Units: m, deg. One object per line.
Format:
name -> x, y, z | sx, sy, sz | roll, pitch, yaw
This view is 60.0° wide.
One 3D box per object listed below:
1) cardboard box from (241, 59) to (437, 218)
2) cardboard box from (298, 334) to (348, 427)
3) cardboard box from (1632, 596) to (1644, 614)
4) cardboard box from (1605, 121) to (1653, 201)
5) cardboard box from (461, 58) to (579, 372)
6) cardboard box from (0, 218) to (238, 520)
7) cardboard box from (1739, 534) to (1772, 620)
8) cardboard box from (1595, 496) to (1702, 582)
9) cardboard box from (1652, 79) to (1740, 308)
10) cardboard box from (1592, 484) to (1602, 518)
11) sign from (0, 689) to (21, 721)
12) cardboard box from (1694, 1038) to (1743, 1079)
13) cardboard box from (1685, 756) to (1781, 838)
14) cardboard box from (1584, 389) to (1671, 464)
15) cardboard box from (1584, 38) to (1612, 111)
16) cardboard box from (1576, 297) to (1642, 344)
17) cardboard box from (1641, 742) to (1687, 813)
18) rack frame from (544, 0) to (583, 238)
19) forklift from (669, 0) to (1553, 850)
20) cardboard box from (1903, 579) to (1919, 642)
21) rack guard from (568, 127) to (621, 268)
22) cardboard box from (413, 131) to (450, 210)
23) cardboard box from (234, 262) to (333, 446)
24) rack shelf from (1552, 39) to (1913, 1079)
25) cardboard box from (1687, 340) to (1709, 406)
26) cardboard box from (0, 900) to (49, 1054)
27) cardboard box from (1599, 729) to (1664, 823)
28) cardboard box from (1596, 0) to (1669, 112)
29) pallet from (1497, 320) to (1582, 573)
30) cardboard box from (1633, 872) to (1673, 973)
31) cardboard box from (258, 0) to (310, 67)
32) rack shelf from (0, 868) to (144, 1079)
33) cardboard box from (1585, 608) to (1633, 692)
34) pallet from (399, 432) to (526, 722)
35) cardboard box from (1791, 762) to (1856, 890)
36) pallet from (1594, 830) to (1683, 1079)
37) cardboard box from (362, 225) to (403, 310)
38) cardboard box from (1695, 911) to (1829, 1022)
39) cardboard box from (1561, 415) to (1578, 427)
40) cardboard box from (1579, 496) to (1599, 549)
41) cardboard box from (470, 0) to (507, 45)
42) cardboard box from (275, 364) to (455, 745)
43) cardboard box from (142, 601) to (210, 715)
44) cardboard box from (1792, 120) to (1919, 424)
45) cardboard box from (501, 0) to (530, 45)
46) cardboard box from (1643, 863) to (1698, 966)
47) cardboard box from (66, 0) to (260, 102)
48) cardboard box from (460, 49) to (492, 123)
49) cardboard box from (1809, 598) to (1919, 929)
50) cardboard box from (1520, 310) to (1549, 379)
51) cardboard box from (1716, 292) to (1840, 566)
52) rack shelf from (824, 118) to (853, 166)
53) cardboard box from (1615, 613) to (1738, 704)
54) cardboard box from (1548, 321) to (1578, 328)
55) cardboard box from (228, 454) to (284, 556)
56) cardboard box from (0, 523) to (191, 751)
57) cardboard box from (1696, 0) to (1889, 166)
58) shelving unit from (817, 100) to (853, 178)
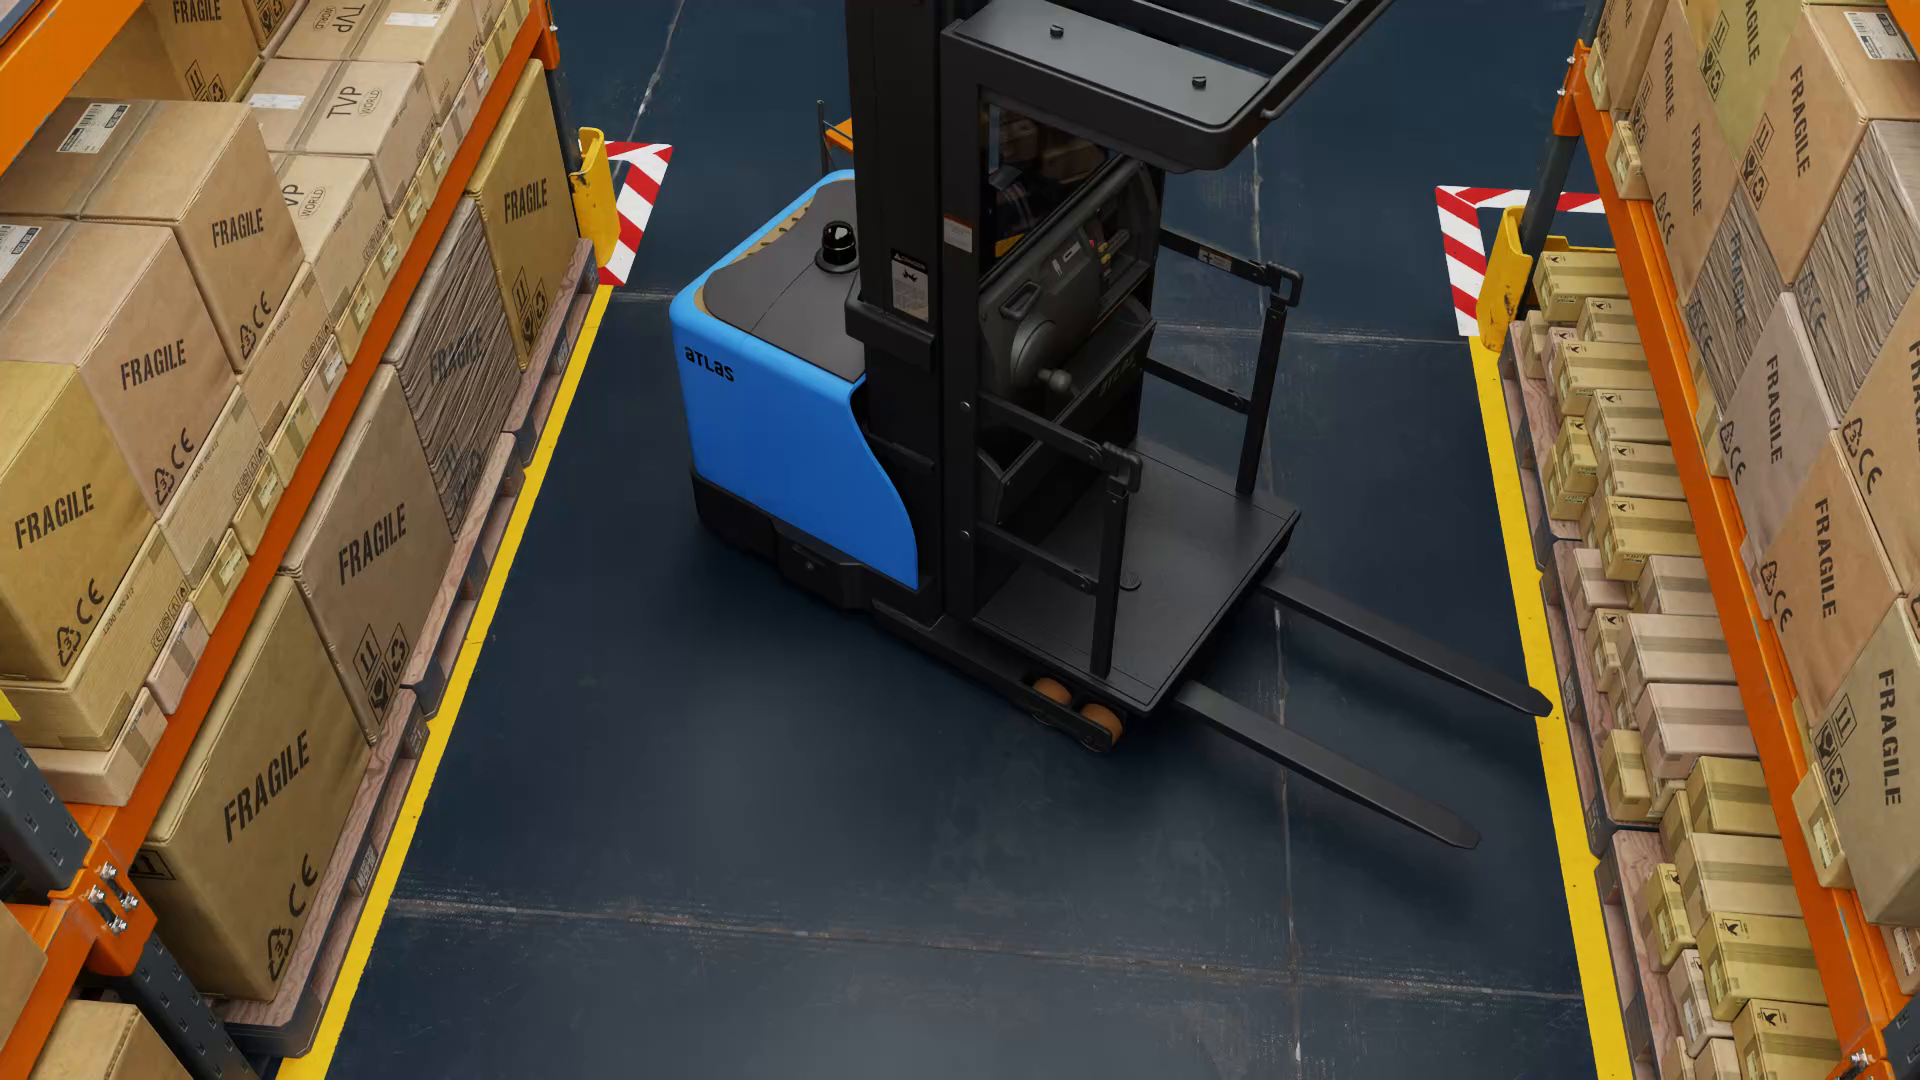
cardboard box -> -2.004, -1.281, 5.289 | 0.500, 0.250, 0.500 | 2, 48, 2
cardboard box -> -2.020, -0.476, 4.823 | 0.380, 0.149, 0.250 | 4, 48, 4
cardboard box -> 2.402, 0.309, 5.380 | 0.380, 0.149, 0.250 | 6, 48, 5
cardboard box -> 2.384, -1.260, 5.540 | 0.380, 0.149, 0.250 | 3, 48, 2
cardboard box -> -2.109, -1.301, 6.563 | 0.875, 0.875, 0.875 | 4, 48, 4
cardboard box -> -2.144, -0.412, 3.986 | 0.500, 0.500, 0.500 | 4, 48, 4
cardboard box -> 2.270, 0.076, 4.318 | 0.380, 0.149, 0.250 | 2, 48, 2
cardboard box -> 2.313, 0.006, 5.456 | 0.380, 0.149, 0.250 | 5, 48, 4
cardboard box -> 2.403, -1.013, 4.875 | 0.500, 0.500, 0.500 | 4, 48, 4
cardboard box -> 2.420, -0.091, 5.746 | 0.380, 0.149, 0.250 | 2, 48, 2
sign -> -1.954, 0.252, 3.255 | 0.100, 0.325, 0.005 | 4, 48, 4
cardboard box -> 2.147, 1.462, 4.326 | 0.380, 0.149, 0.250 | 5, 48, 4
cardboard box -> 2.309, 0.776, 4.751 | 0.380, 0.149, 0.250 | 5, 48, 5
cardboard box -> 2.417, -0.388, 5.816 | 0.380, 0.149, 0.250 | 2, 48, 2
cardboard box -> 2.443, -1.644, 5.891 | 0.380, 0.149, 0.250 | 4, 48, 3
cardboard box -> 2.508, -0.752, 6.149 | 0.380, 0.149, 0.250 | 5, 48, 4
cardboard box -> 2.290, 0.698, 5.025 | 0.380, 0.149, 0.250 | 5, 48, 4
rack frame -> -2.131, -2.352, 6.369 | 1.000, 3.000, 0.127 | 4, 48, 4
forklift -> 0.513, -0.728, 4.930 | 3.031, 2.935, 1.130 | 27, 53, 23
cardboard box -> 2.208, 0.160, 3.124 | 0.500, 0.500, 0.500 | 2, 48, 2
rack guard -> -2.129, -1.526, 7.307 | 1.175, 0.500, 0.348 | 4, 48, 4
cardboard box -> -1.927, -1.233, 5.515 | 0.380, 0.149, 0.250 | 3, 48, 3
cardboard box -> -2.100, -0.537, 4.608 | 0.500, 0.250, 0.500 | 5, 48, 4
rack shelf -> 2.617, -0.232, 4.917 | 1.077, 0.370, 4.000 | 4, 48, 4
cardboard box -> 2.352, -0.494, 4.839 | 0.380, 0.149, 0.250 | 5, 48, 5
cardboard box -> -2.266, 0.915, 3.312 | 0.500, 0.500, 0.500 | 4, 48, 4
cardboard box -> 2.225, 0.744, 5.184 | 0.380, 0.149, 0.250 | 4, 48, 3
cardboard box -> 2.483, -1.767, 5.564 | 0.500, 0.500, 0.500 | 6, 48, 5
pallet -> 2.683, -0.353, 6.430 | 1.003, 0.211, 1.213 | 4, 48, 4
cardboard box -> 2.198, 1.120, 4.840 | 0.380, 0.149, 0.250 | 2, 48, 2
cardboard box -> -2.484, -1.685, 5.658 | 0.500, 0.250, 0.500 | 3, 48, 3
rack shelf -> -2.678, 2.300, 2.602 | 1.077, 0.370, 4.000 | 4, 48, 4
cardboard box -> 2.305, 0.377, 5.520 | 0.380, 0.149, 0.250 | 4, 48, 4
pallet -> -2.239, 0.076, 6.038 | 1.003, 0.211, 1.213 | 4, 48, 4
cardboard box -> 2.143, 0.657, 3.786 | 0.380, 0.149, 0.250 | 3, 48, 2
pallet -> 2.461, 1.440, 4.790 | 1.003, 0.211, 1.213 | 4, 48, 4
cardboard box -> -1.975, -0.860, 5.174 | 0.380, 0.149, 0.250 | 5, 48, 4
cardboard box -> 2.192, 1.145, 4.414 | 0.380, 0.149, 0.250 | 4, 48, 4
cardboard box -> 2.475, -0.380, 6.212 | 0.380, 0.149, 0.250 | 4, 48, 4
cardboard box -> 2.414, -0.005, 5.870 | 0.380, 0.149, 0.250 | 4, 48, 4
cardboard box -> -1.911, -2.028, 5.972 | 0.500, 0.250, 0.500 | 3, 48, 3
cardboard box -> -2.273, 0.021, 5.353 | 0.875, 0.875, 0.875 | 4, 48, 4
cardboard box -> -2.113, 0.284, 4.128 | 0.380, 0.149, 0.250 | 2, 48, 2
cardboard box -> 2.311, -0.596, 3.815 | 0.500, 0.500, 0.500 | 5, 48, 5
cardboard box -> -1.835, -1.984, 6.202 | 0.380, 0.149, 0.250 | 5, 48, 4
cardboard box -> 2.166, 1.064, 4.690 | 0.380, 0.149, 0.250 | 2, 48, 2
cardboard box -> -2.530, -1.572, 5.047 | 0.500, 0.500, 0.500 | 3, 48, 2
cardboard box -> -1.881, -1.607, 5.857 | 0.380, 0.149, 0.250 | 4, 48, 4
cardboard box -> 2.198, 0.486, 3.503 | 0.500, 0.500, 0.500 | 4, 48, 4
cardboard box -> 2.433, -0.761, 6.560 | 0.380, 0.149, 0.250 | 5, 48, 4
cardboard box -> 2.293, -0.261, 4.186 | 0.500, 0.500, 0.500 | 4, 48, 3
rack shelf -> -0.262, -1.535, 6.309 | 0.480, 0.148, 0.258 | -36, 57, -28
cardboard box -> 2.254, 0.372, 5.121 | 0.380, 0.149, 0.250 | 2, 48, 2
cardboard box -> 2.496, -0.857, 6.447 | 0.380, 0.149, 0.250 | 6, 48, 5
cardboard box -> -2.068, -0.103, 4.482 | 0.380, 0.149, 0.250 | 3, 48, 2
cardboard box -> -2.192, 0.210, 3.926 | 0.500, 0.250, 0.500 | 3, 48, 3
cardboard box -> 2.385, -1.352, 4.507 | 0.500, 0.500, 0.500 | 3, 48, 3
shelving unit -> -0.262, -1.270, 6.598 | 0.503, 1.200, 0.258 | -36, 57, -28
